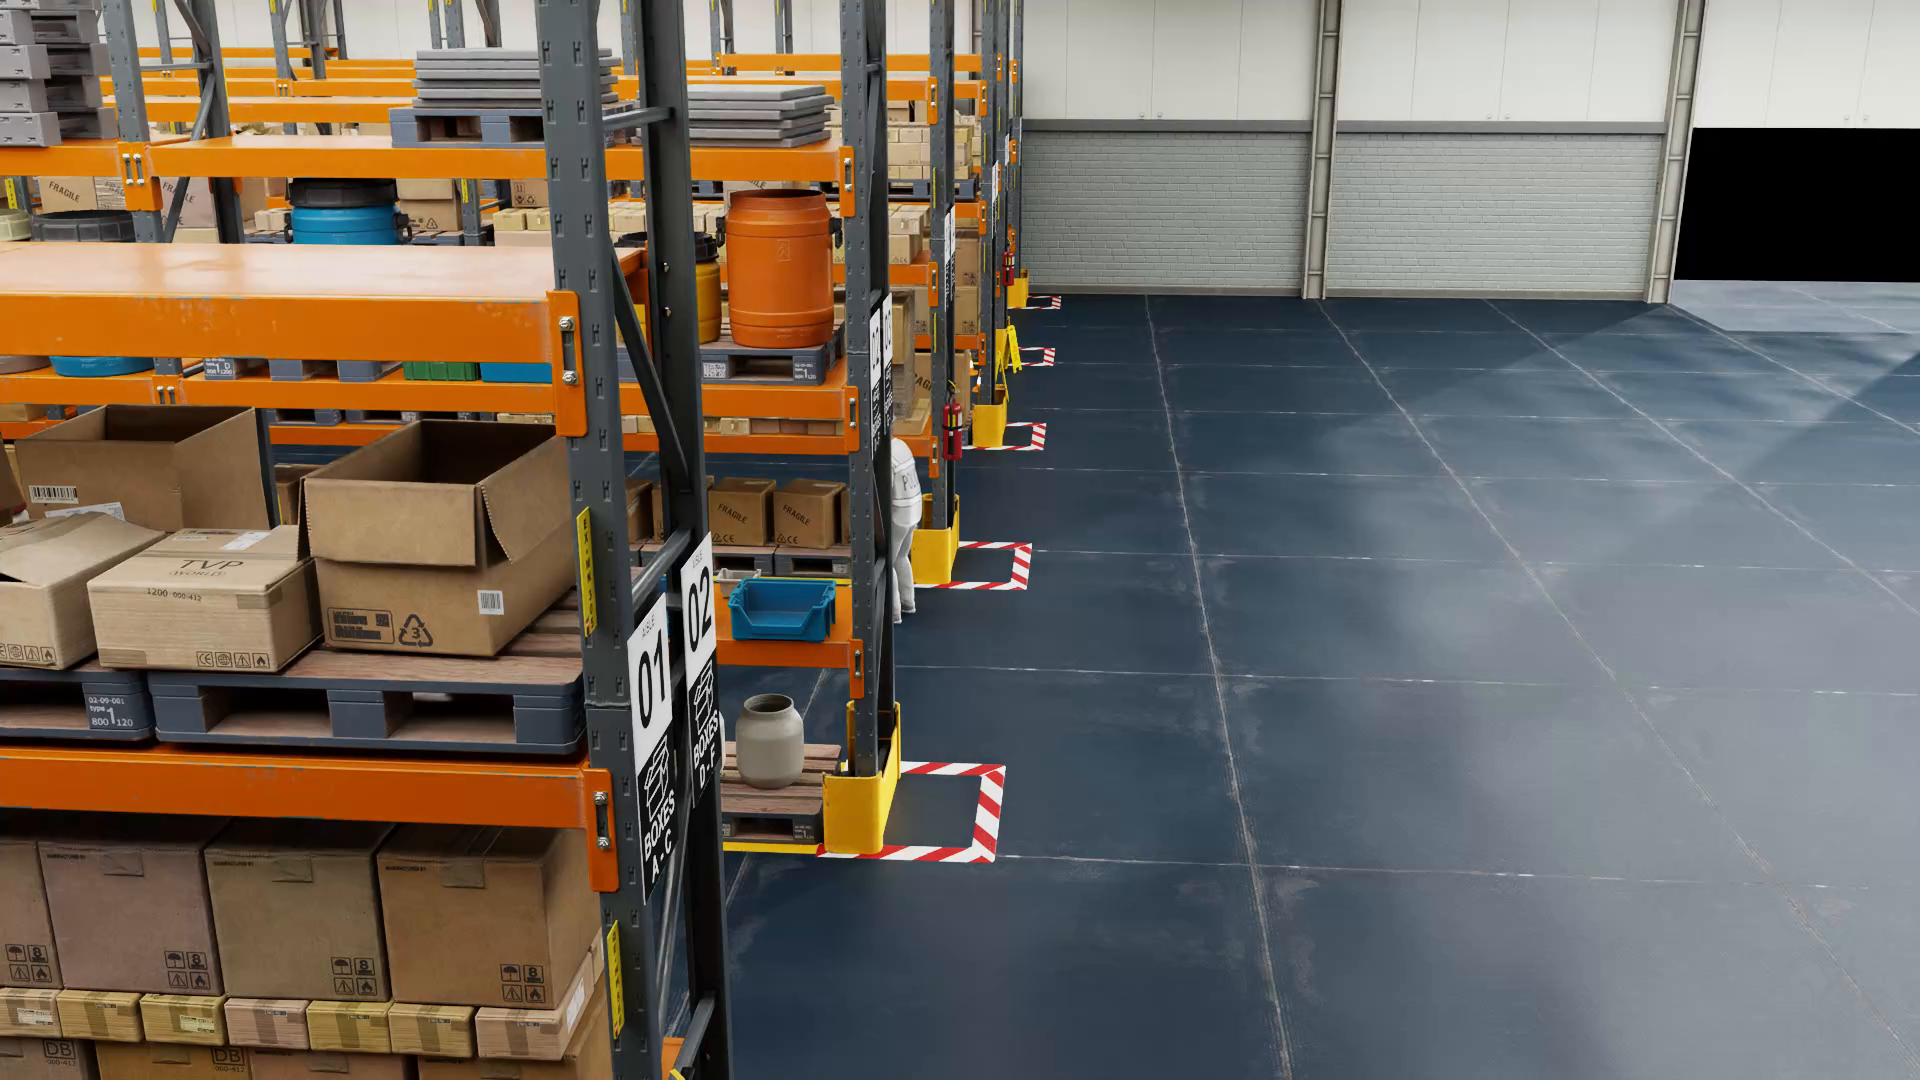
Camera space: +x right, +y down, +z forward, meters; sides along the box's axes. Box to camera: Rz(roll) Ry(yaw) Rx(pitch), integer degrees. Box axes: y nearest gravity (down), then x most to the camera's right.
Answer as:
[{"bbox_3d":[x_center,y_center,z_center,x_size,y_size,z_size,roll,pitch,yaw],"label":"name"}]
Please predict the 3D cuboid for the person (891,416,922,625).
[{"bbox_3d":[-0.550,-0.178,13.606,0.437,1.747,0.604,7,19,20],"label":"person"}]
